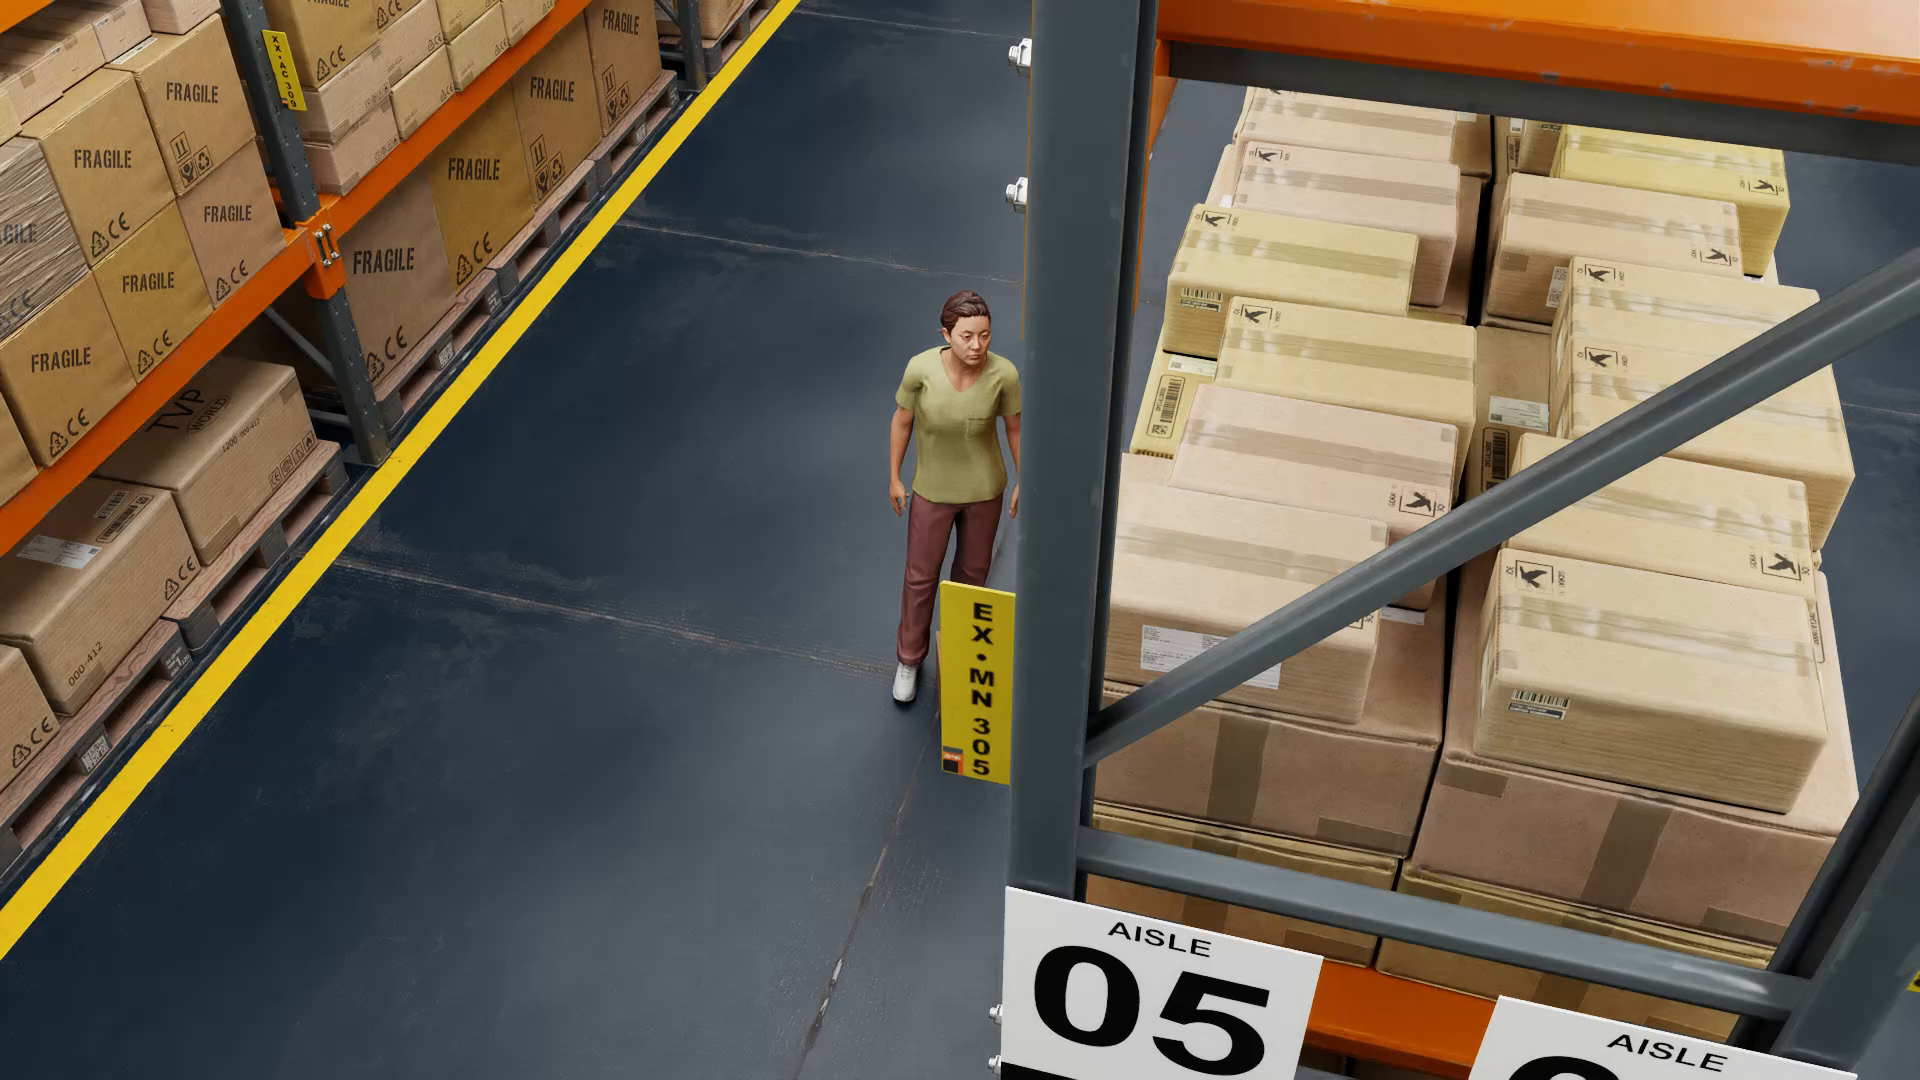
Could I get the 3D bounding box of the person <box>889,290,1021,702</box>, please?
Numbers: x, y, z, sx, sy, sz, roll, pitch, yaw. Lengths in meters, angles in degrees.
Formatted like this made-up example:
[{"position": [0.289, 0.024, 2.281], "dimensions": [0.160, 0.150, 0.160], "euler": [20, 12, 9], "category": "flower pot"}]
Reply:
[{"position": [-0.008, -0.152, 6.319], "dimensions": [0.553, 1.673, 0.548], "euler": [-3, 41, -3], "category": "person"}]
